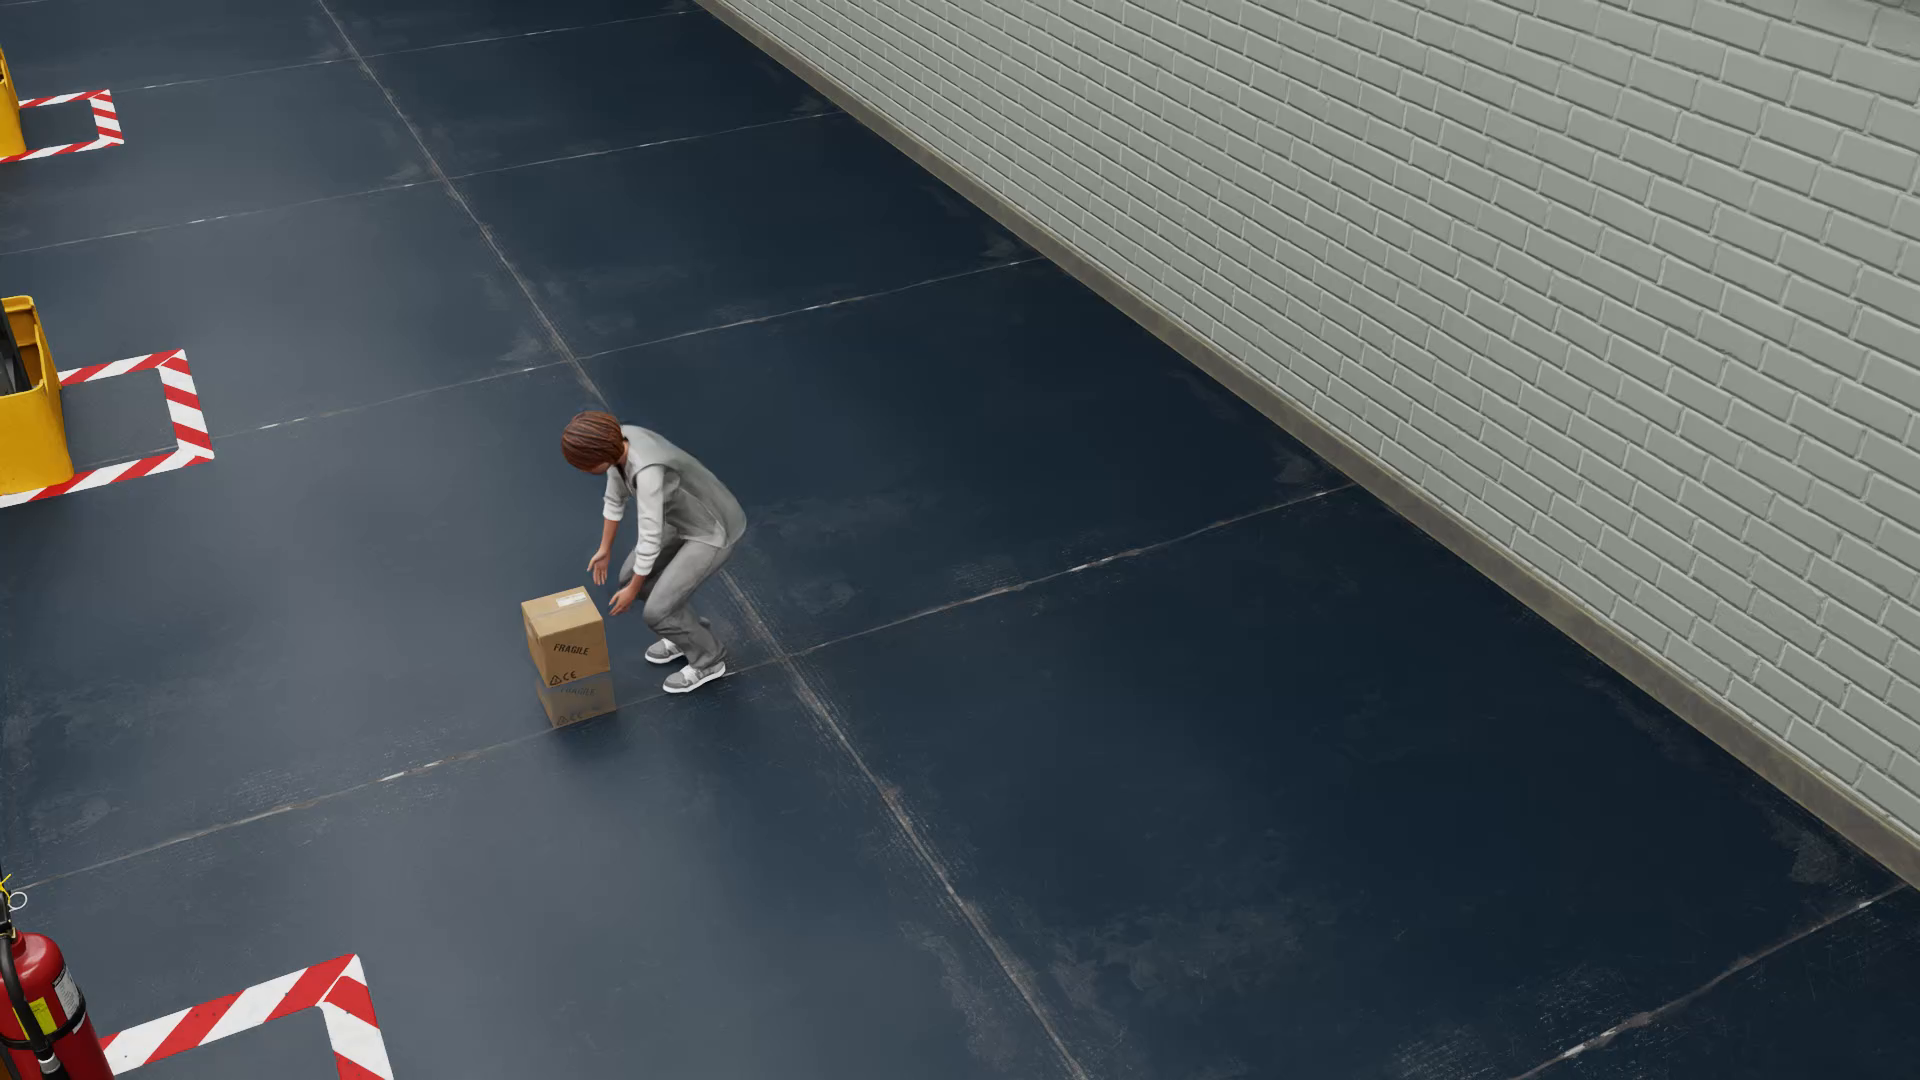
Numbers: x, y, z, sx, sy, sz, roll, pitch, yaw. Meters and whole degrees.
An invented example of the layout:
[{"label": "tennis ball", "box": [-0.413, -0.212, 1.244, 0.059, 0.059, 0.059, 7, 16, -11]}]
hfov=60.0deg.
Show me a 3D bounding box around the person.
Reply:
[{"label": "person", "box": [-1.140, 0.023, 6.416, 0.671, 1.272, 0.463, -16, 37, -23]}]
